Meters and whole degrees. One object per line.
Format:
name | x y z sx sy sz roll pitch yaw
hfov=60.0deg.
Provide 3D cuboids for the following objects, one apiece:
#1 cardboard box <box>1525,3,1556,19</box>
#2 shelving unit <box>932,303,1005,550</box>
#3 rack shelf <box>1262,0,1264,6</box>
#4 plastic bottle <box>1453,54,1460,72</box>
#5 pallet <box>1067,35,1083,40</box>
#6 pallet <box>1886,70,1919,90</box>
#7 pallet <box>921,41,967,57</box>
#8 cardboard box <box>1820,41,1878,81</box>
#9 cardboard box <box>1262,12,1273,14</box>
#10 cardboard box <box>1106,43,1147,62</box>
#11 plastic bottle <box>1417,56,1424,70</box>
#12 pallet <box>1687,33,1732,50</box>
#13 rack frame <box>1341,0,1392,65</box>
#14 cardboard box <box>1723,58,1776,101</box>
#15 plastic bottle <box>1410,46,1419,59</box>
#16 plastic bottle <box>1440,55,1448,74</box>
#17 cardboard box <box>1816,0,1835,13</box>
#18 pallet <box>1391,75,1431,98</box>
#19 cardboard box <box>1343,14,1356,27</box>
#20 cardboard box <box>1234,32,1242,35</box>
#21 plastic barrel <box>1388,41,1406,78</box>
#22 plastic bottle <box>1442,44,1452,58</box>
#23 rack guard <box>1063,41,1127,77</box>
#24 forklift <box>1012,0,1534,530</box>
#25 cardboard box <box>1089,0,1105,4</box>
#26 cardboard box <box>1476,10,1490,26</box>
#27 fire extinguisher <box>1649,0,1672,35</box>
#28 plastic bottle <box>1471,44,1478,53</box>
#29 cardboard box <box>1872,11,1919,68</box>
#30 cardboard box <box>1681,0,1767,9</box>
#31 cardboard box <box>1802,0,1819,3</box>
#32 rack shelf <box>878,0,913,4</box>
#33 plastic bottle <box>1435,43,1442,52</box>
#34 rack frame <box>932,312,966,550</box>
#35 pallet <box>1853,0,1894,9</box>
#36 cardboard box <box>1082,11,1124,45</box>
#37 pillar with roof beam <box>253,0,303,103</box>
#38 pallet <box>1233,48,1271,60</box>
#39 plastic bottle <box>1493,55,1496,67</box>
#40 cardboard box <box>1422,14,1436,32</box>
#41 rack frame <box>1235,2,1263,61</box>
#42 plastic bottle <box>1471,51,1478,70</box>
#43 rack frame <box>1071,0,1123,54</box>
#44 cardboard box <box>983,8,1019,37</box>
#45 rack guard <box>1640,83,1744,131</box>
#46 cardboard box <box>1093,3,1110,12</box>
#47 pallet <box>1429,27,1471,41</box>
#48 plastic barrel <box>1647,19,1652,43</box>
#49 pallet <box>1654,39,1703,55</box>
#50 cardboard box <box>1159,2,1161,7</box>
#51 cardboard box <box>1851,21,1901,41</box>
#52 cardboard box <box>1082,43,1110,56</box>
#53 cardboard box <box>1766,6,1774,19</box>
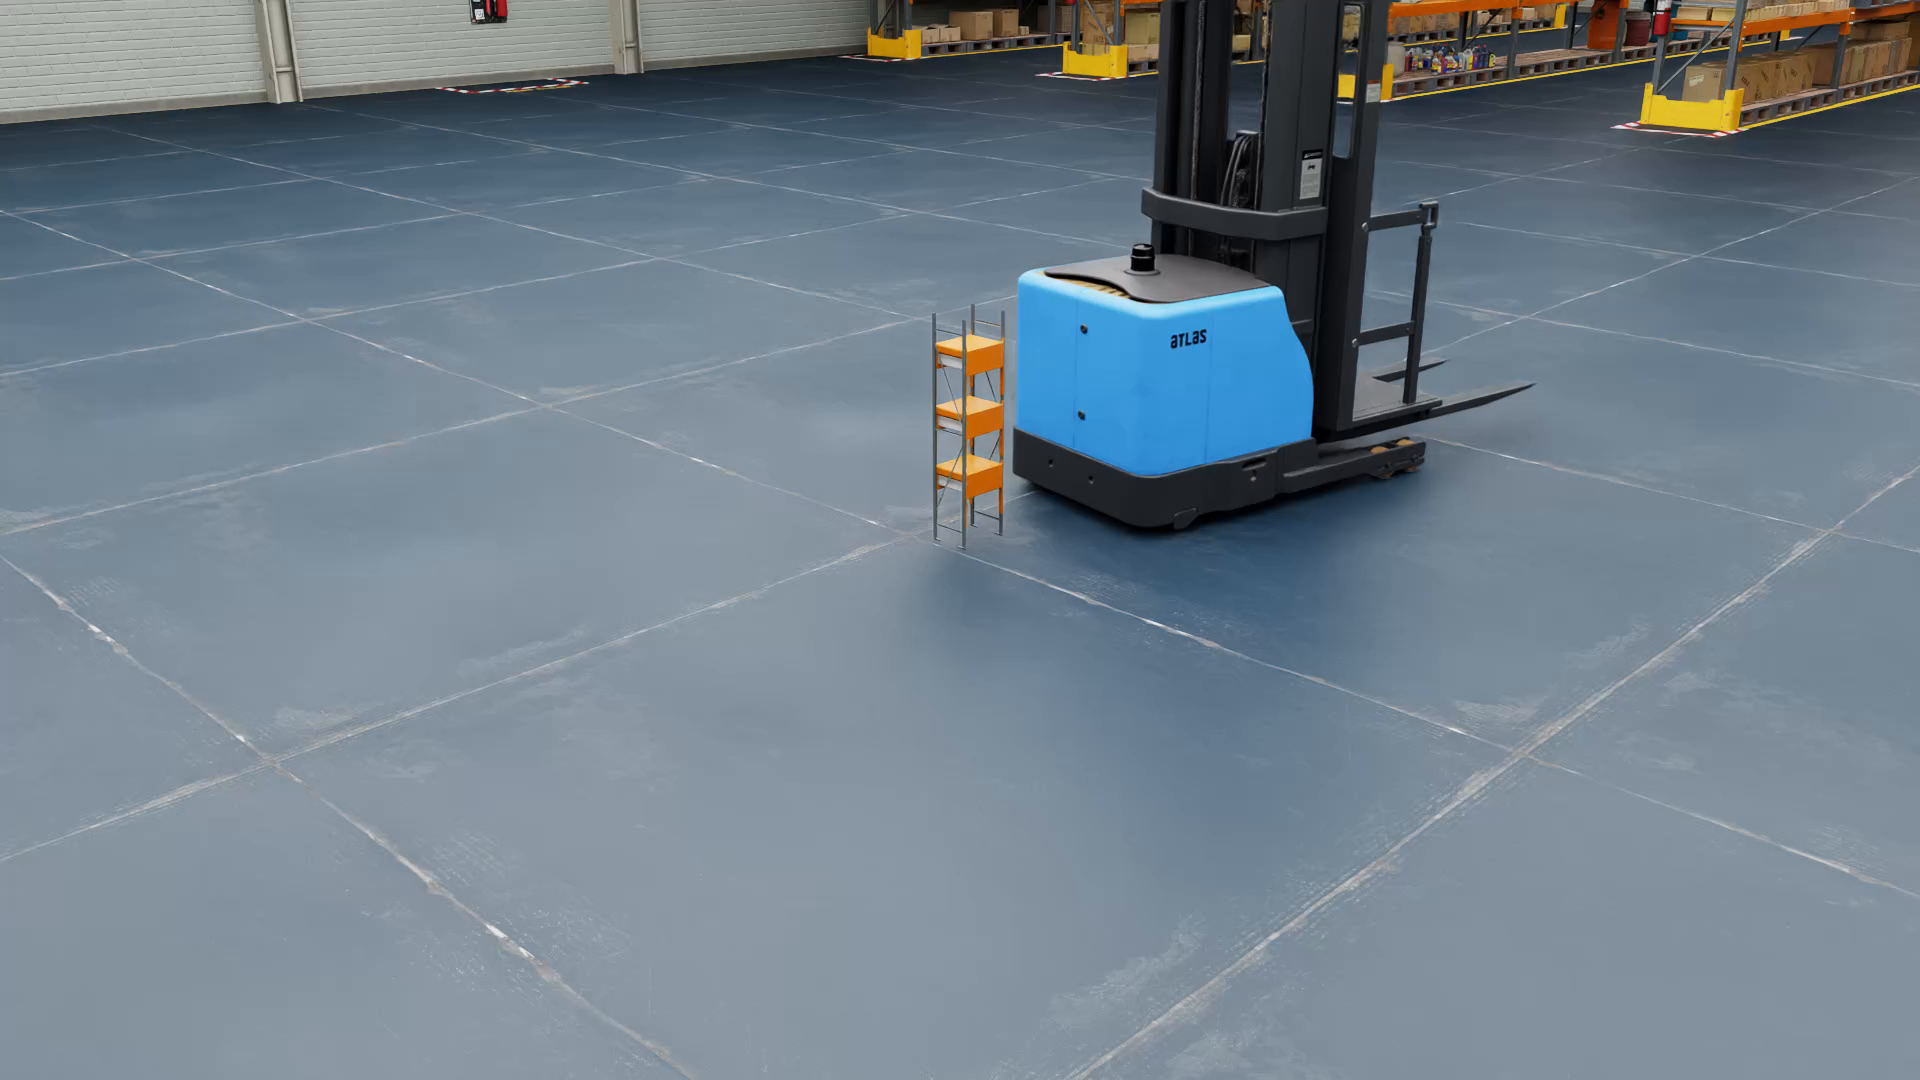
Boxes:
cardboard box | 13.226 -12.163 37.908 0.500 0.500 0.500 19 28 41
shelving unit | 0.037 -0.504 7.422 0.215 1.050 0.252 19 28 41
rack shelf | 6.453 -10.419 31.504 1.077 0.370 4.000 19 28 41
plastic bottle | 7.752 -7.458 25.986 0.097 0.271 0.097 0 21 0
pallet | 2.899 -10.694 35.103 1.003 0.211 1.213 19 28 41
pallet | 14.397 -7.287 26.238 1.003 0.211 1.213 19 28 41
pallet | -0.640 -9.369 31.657 1.003 0.211 1.213 19 28 41
cardboard box | 13.333 -7.213 25.032 0.700 0.500 0.500 16 26 36
cardboard box | 5.843 -9.854 31.497 0.500 0.311 0.500 19 28 40
cardboard box | 2.801 -8.207 27.994 0.500 0.250 0.500 19 28 41
plastic bottle | 7.303 -7.571 26.379 0.097 0.201 0.097 0 21 0
pallet | 14.670 -9.954 33.177 1.003 0.211 1.213 19 28 41
rack frame | 5.813 -7.972 24.135 1.000 3.000 0.127 19 28 41
cardboard box | 10.653 -6.236 22.518 0.500 0.500 0.500 -17 27 -37
plastic bottle | 7.185 -7.660 26.401 0.185 0.351 0.144 -19 28 -40
plastic bottle | 7.473 -7.351 25.692 0.133 0.283 0.061 -20 28 -41
cardboard box | 11.720 -7.311 22.765 0.380 0.149 0.250 19 28 41
pallet | 6.403 -6.909 25.256 1.003 0.211 1.213 19 28 41
cardboard box | 7.301 -10.112 32.168 0.500 0.311 0.500 19 28 40
cardboard box | 5.139 -9.333 30.922 0.500 0.250 0.500 19 28 40
plastic barrel | 6.567 -7.324 25.331 0.421 0.512 0.421 0 21 0
plastic bottle | 7.847 -7.829 26.842 0.144 0.351 0.185 19 28 41
rack guard | 2.250 -8.040 27.795 1.175 0.500 0.348 19 28 41
forklift | 1.757 -1.811 8.201 3.031 2.935 1.130 -14 25 -33
cardboard box | 2.672 -11.310 34.646 0.500 0.250 0.500 18 28 39
cardboard box | 11.086 -11.301 35.931 0.500 0.311 0.500 19 28 41
fire extinguisher | 8.952 -6.782 21.147 0.296 0.674 0.183 19 28 41
plastic bottle | 8.258 -7.767 26.681 0.144 0.351 0.185 19 28 41
cardboard box | 15.439 -8.165 27.013 1.225 0.875 0.875 18 27 38
cardboard box | 9.765 -7.052 21.188 0.875 0.500 0.500 19 28 41
cardboard box | 11.144 -7.572 22.541 0.875 0.500 0.500 19 28 41
rack shelf | 0.110 -10.630 32.052 1.077 0.370 4.000 19 28 41
plastic bottle | 7.743 -7.865 26.936 0.185 0.351 0.144 -19 28 -41
rack frame | -0.048 -0.472 7.340 0.200 1.050 0.008 19 28 41
pallet | 12.790 -7.831 24.035 1.003 0.211 1.213 19 28 41
cardboard box | 2.428 -8.688 28.198 0.500 0.500 0.500 19 28 41
pillar with roof beam | -6.703 -9.486 19.712 9.100 9.000 0.400 19 28 41
pallet | 5.543 -9.138 31.056 1.003 0.211 1.213 19 28 41
plastic bottle | 8.574 -7.728 26.787 0.097 0.201 0.097 0 21 0
cardboard box | 9.445 -10.752 34.239 0.500 0.500 0.500 18 27 39
rack frame | 5.057 -10.241 30.038 1.000 3.000 0.127 19 28 41
plastic bottle | 8.143 -7.598 26.335 0.133 0.283 0.061 -18 27 -39
rack frame | 2.267 -9.213 27.362 1.000 3.000 0.127 19 28 41
cardboard box | 0.810 -10.242 32.910 0.500 0.500 0.500 17 27 37
rack guard | 9.415 -5.585 21.409 1.175 0.500 0.348 19 28 41
cardboard box | 2.717 -10.978 34.827 0.700 0.500 0.500 20 28 41
pallet | 10.098 -10.777 35.320 1.003 0.211 1.213 19 28 41
plastic barrel | 12.841 -9.651 31.385 0.421 0.512 0.421 0 21 0
pallet | 13.617 -9.567 32.171 1.003 0.211 1.213 19 28 41
cardboard box | 4.903 -11.857 36.653 0.750 0.750 0.750 19 28 40
cardboard box | 14.134 -7.859 25.666 0.500 0.250 0.500 -16 26 -36
cardboard box | 2.429 -8.337 28.331 0.500 0.250 0.500 19 28 41
cardboard box | 10.265 -6.818 21.483 0.380 0.149 0.250 19 28 41
